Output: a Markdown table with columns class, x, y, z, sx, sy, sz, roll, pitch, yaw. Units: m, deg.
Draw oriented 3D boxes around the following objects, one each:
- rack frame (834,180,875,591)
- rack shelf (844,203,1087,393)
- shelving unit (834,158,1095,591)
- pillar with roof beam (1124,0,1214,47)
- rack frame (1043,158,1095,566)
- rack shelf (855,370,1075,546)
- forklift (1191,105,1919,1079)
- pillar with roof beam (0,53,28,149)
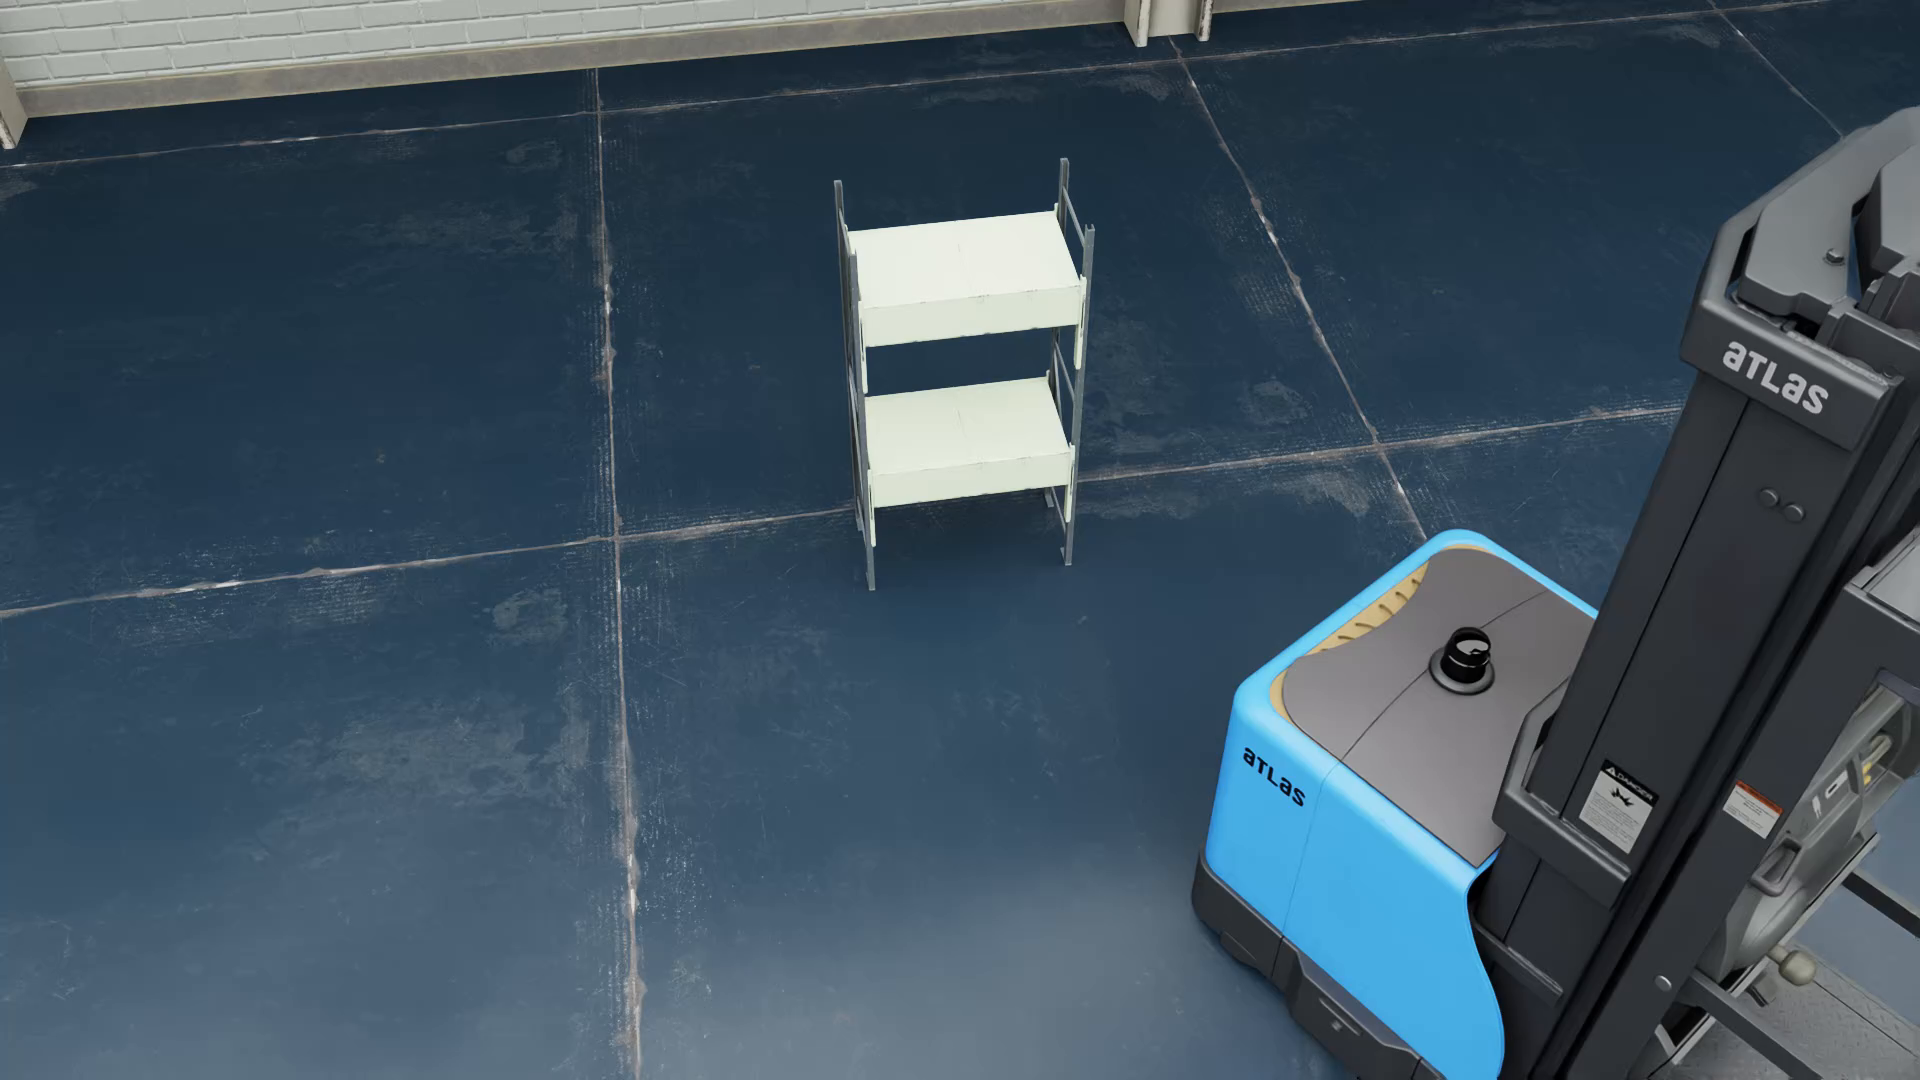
| class | x | y | z | sx | sy | sz | roll | pitch | yaw |
| --- | --- | --- | --- | --- | --- | --- | --- | --- | --- |
| rack frame | -0.354 | -0.476 | 5.667 | 0.023 | 1.500 | 0.400 | -7 | 46 | -7 |
| rack shelf | 0.007 | -0.792 | 5.430 | 0.720 | 0.370 | 0.431 | -7 | 46 | -7 |
| shelving unit | 0.007 | -0.521 | 5.711 | 0.755 | 1.500 | 0.431 | -7 | 46 | -7 |
| pillar with roof beam | 1.832 | -2.796 | 2.695 | 0.400 | 9.000 | 9.100 | -7 | 46 | -7 |
| rack frame | 0.367 | -0.566 | 5.754 | 0.023 | 1.500 | 0.400 | -7 | 46 | -7 |
| rack shelf | 0.007 | -0.295 | 5.945 | 0.720 | 0.370 | 0.431 | -7 | 46 | -7 |
| forklift | 2.055 | 0.700 | 3.541 | 1.130 | 2.935 | 3.031 | -32 | 54 | -27 |
| pillar with roof beam | -4.081 | -2.060 | 1.986 | 0.400 | 9.000 | 9.100 | -7 | 46 | -7 |
